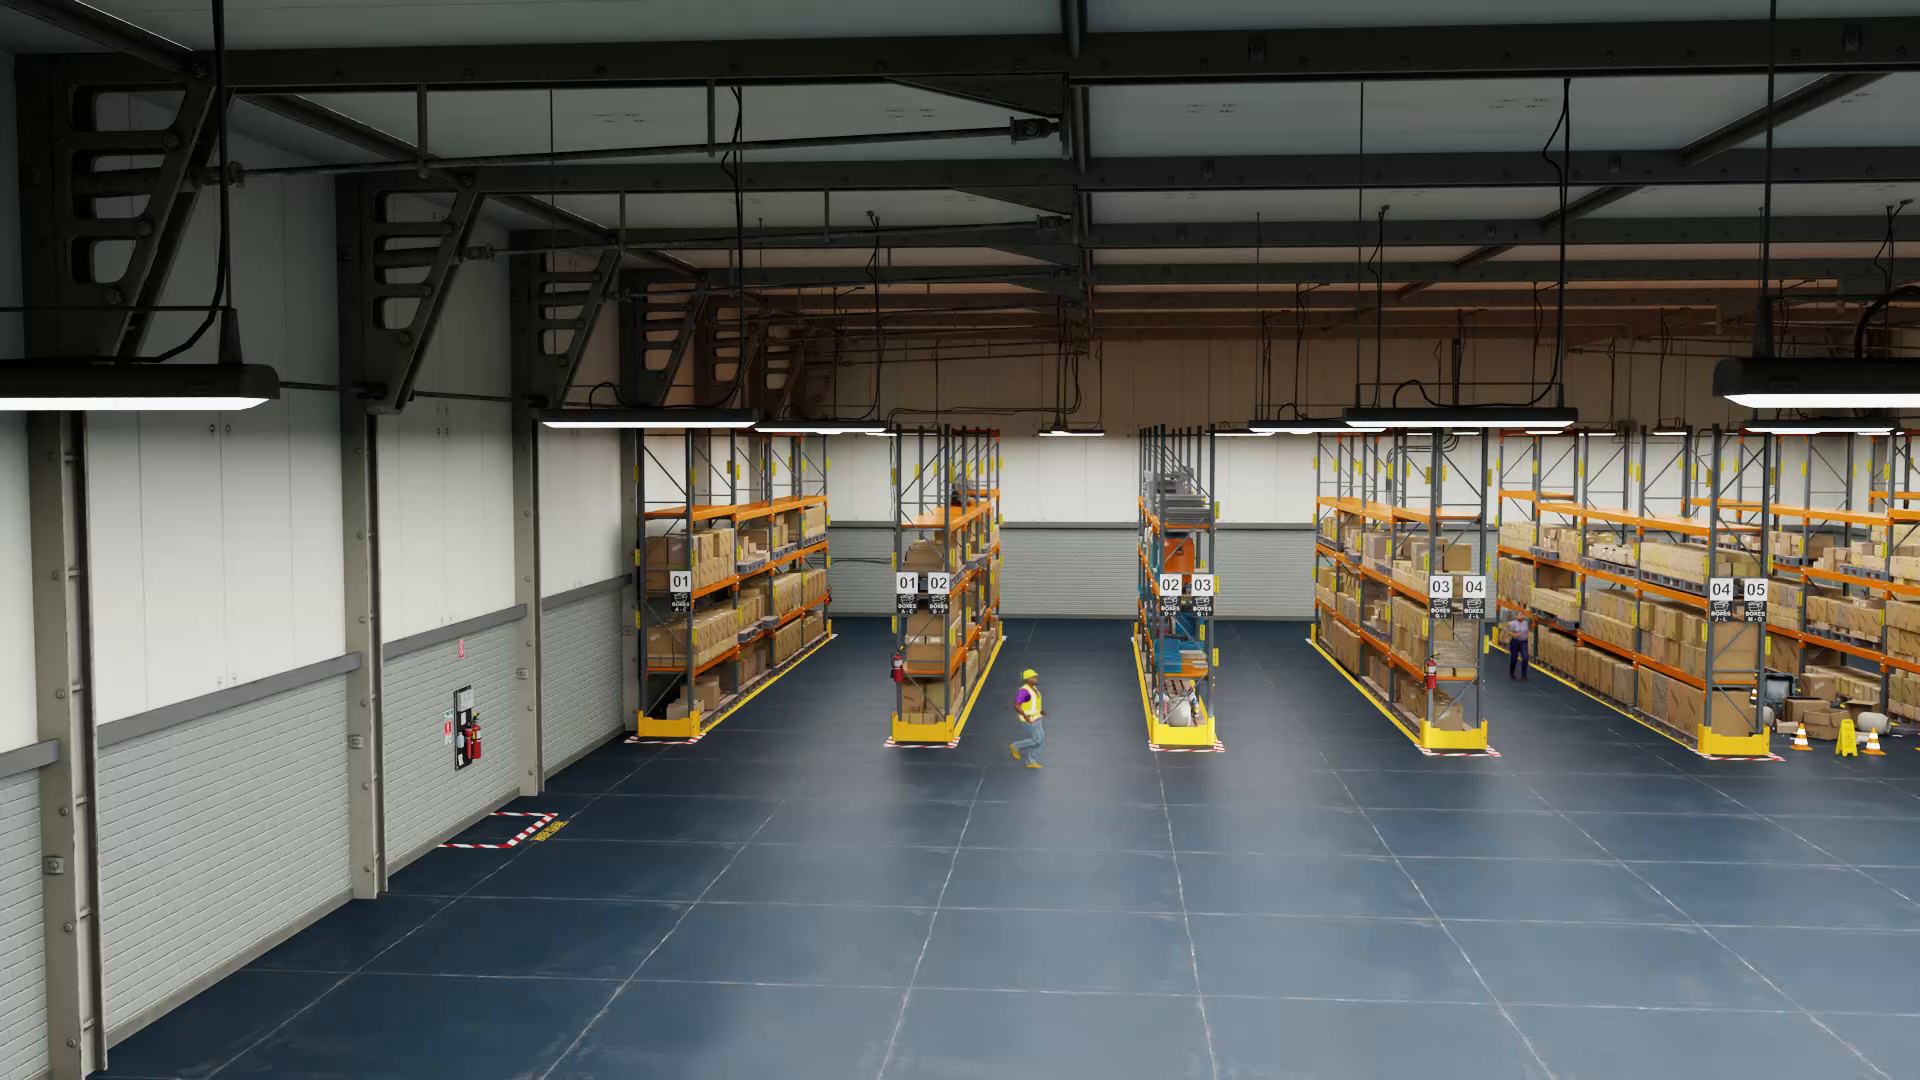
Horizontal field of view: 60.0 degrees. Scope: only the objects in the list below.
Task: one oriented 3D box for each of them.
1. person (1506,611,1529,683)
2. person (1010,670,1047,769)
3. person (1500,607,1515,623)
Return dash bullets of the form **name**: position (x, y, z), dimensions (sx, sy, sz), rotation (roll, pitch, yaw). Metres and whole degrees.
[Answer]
- **person**: position (13.216, 2.519, 39.390), dimensions (0.590, 1.708, 0.762), rotation (0, 3, 2)
- **person**: position (1.182, 3.108, 28.908), dimensions (0.586, 1.720, 0.694), rotation (2, 4, 25)
- **person**: position (15.704, 2.041, 47.502), dimensions (0.526, 1.596, 0.679), rotation (1, 4, 11)
